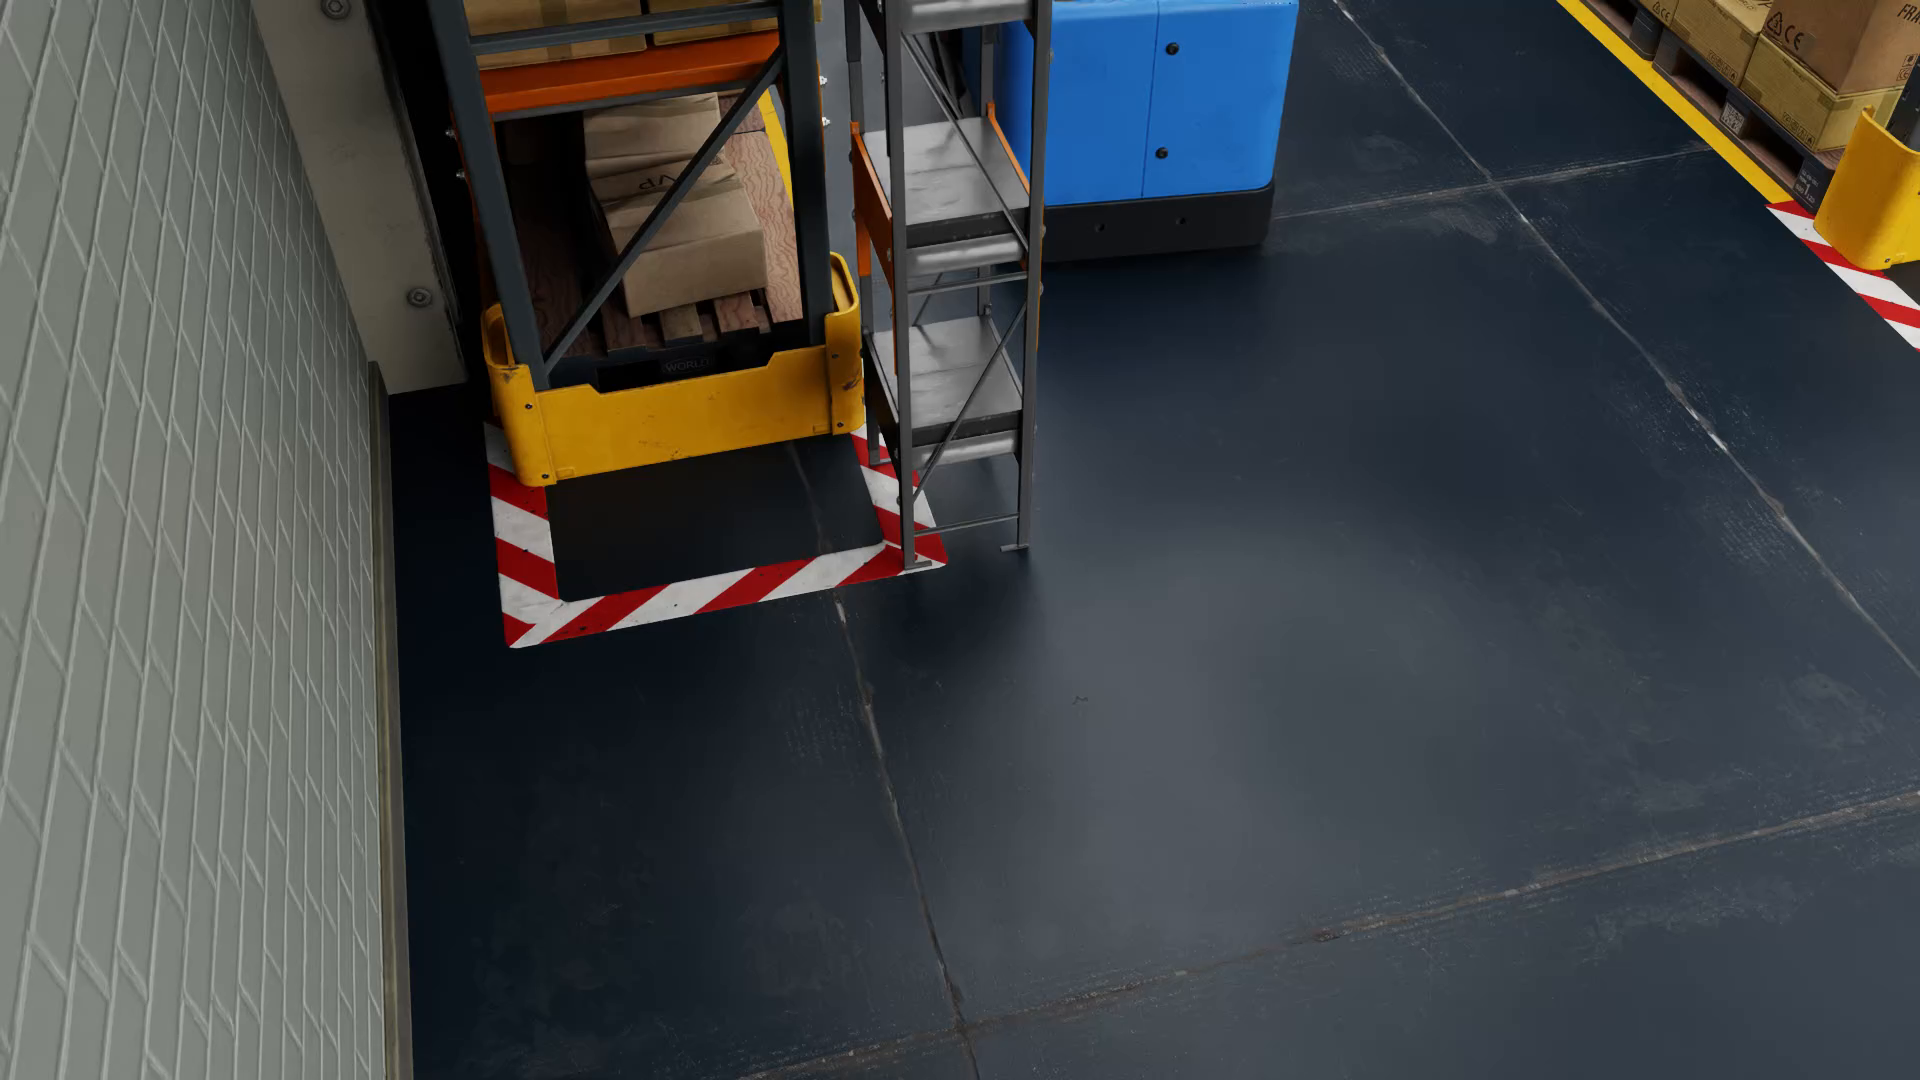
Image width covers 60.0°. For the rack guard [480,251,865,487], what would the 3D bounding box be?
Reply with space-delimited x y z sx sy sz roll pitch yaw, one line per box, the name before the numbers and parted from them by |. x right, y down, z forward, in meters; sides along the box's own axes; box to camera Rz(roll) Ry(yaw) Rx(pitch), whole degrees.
rack guard | -0.917 -0.563 5.451 1.175 0.500 0.348 -11 47 -10

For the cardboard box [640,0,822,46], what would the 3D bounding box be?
cardboard box | -0.716 -1.735 4.941 0.500 0.250 0.500 -12 47 -11

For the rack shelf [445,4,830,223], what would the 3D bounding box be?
rack shelf | -1.410 -2.514 6.117 1.077 0.370 4.000 -11 47 -10

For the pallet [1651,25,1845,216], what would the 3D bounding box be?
pallet | 3.653 -1.838 6.903 1.003 0.211 1.213 -11 47 -10

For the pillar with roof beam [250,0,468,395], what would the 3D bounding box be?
pillar with roof beam | 2.248 -4.597 3.455 9.100 9.000 0.400 -11 47 -10

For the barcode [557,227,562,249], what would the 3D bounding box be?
barcode | -1.379 -1.035 5.732 0.001 0.075 0.075 -11 47 -10

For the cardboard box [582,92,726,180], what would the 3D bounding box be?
cardboard box | -1.134 -1.486 6.180 0.500 0.311 0.500 -7 46 -7

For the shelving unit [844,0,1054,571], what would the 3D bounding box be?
shelving unit | -0.042 -0.849 4.612 0.431 2.100 0.503 -11 47 -10

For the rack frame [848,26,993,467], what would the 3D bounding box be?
rack frame | -0.105 -1.018 4.777 0.400 2.100 0.015 -11 47 -10

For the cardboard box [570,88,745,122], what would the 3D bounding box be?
cardboard box | -1.274 -2.068 6.618 0.700 0.500 0.500 -13 47 -13

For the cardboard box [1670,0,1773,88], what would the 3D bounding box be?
cardboard box | 3.327 -2.137 6.876 0.500 0.250 0.500 -11 47 -10

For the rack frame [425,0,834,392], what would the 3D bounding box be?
rack frame | -0.898 -1.385 4.507 1.000 3.000 0.127 -11 47 -10

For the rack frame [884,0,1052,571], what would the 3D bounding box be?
rack frame | 0.020 -0.681 4.447 0.400 2.100 0.015 -11 47 -10

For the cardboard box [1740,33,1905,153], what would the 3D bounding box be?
cardboard box | 3.467 -1.794 6.539 0.500 0.250 0.500 -11 47 -10

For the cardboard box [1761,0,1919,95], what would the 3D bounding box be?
cardboard box | 3.465 -2.056 6.271 0.500 0.500 0.500 -11 47 -10

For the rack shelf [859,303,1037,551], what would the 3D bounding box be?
rack shelf | -0.042 -0.350 5.122 0.431 0.518 0.480 -11 47 -10

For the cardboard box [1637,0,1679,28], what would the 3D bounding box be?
cardboard box | 3.197 -2.482 7.214 0.500 0.250 0.500 -11 47 -10

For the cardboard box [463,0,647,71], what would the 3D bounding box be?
cardboard box | -1.205 -1.627 4.835 0.500 0.250 0.500 -10 46 -10

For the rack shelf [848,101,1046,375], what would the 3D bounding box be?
rack shelf | -0.042 -0.840 4.622 0.431 0.518 0.480 -11 47 -10

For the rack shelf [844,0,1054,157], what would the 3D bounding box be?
rack shelf | -0.042 -1.330 4.122 0.431 0.518 0.480 -11 47 -10

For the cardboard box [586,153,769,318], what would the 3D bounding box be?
cardboard box | -0.988 -1.092 5.795 0.500 0.311 0.500 -16 48 -15

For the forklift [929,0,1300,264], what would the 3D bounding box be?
forklift | 0.453 -3.107 6.243 1.130 2.935 3.031 -6 46 -5

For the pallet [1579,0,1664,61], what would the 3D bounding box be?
pallet | 3.345 -2.679 7.727 1.003 0.211 1.213 -11 47 -10

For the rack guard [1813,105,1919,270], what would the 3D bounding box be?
rack guard | 3.896 -1.402 6.274 1.175 0.500 0.348 -11 47 -10

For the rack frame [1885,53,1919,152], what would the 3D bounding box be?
rack frame | 3.890 -2.294 5.397 1.000 3.000 0.127 -11 47 -10

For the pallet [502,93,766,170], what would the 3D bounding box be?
pallet | -1.400 -1.870 6.935 1.003 0.211 1.213 -11 47 -10

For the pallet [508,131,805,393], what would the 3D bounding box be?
pallet | -1.091 -1.029 6.111 1.003 0.211 1.213 -11 47 -10
